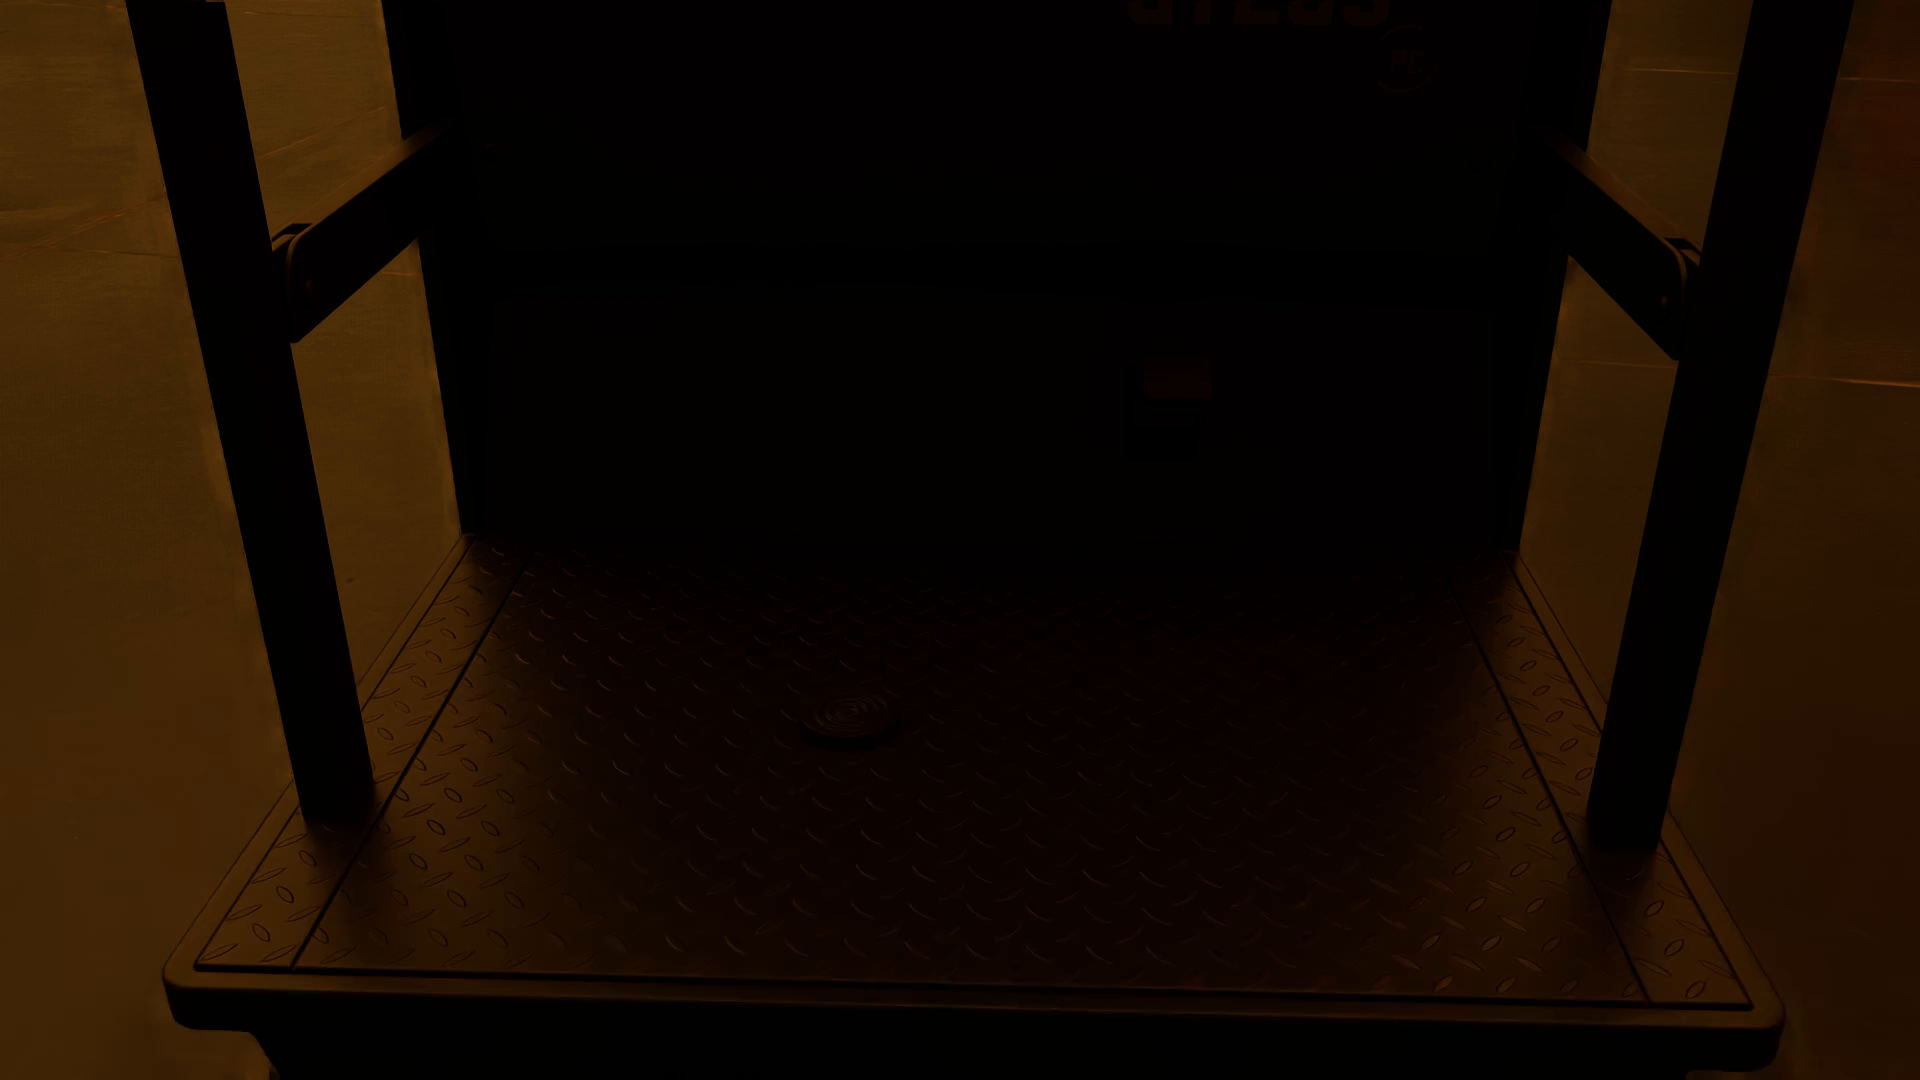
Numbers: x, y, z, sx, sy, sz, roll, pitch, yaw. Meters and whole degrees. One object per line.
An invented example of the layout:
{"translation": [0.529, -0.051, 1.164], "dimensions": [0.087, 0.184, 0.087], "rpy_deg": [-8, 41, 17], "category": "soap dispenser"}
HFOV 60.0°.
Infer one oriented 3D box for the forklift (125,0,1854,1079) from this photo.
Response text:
{"translation": [0.018, -0.895, 1.020], "dimensions": [1.130, 2.935, 3.031], "rpy_deg": [1, 27, 2], "category": "forklift"}
